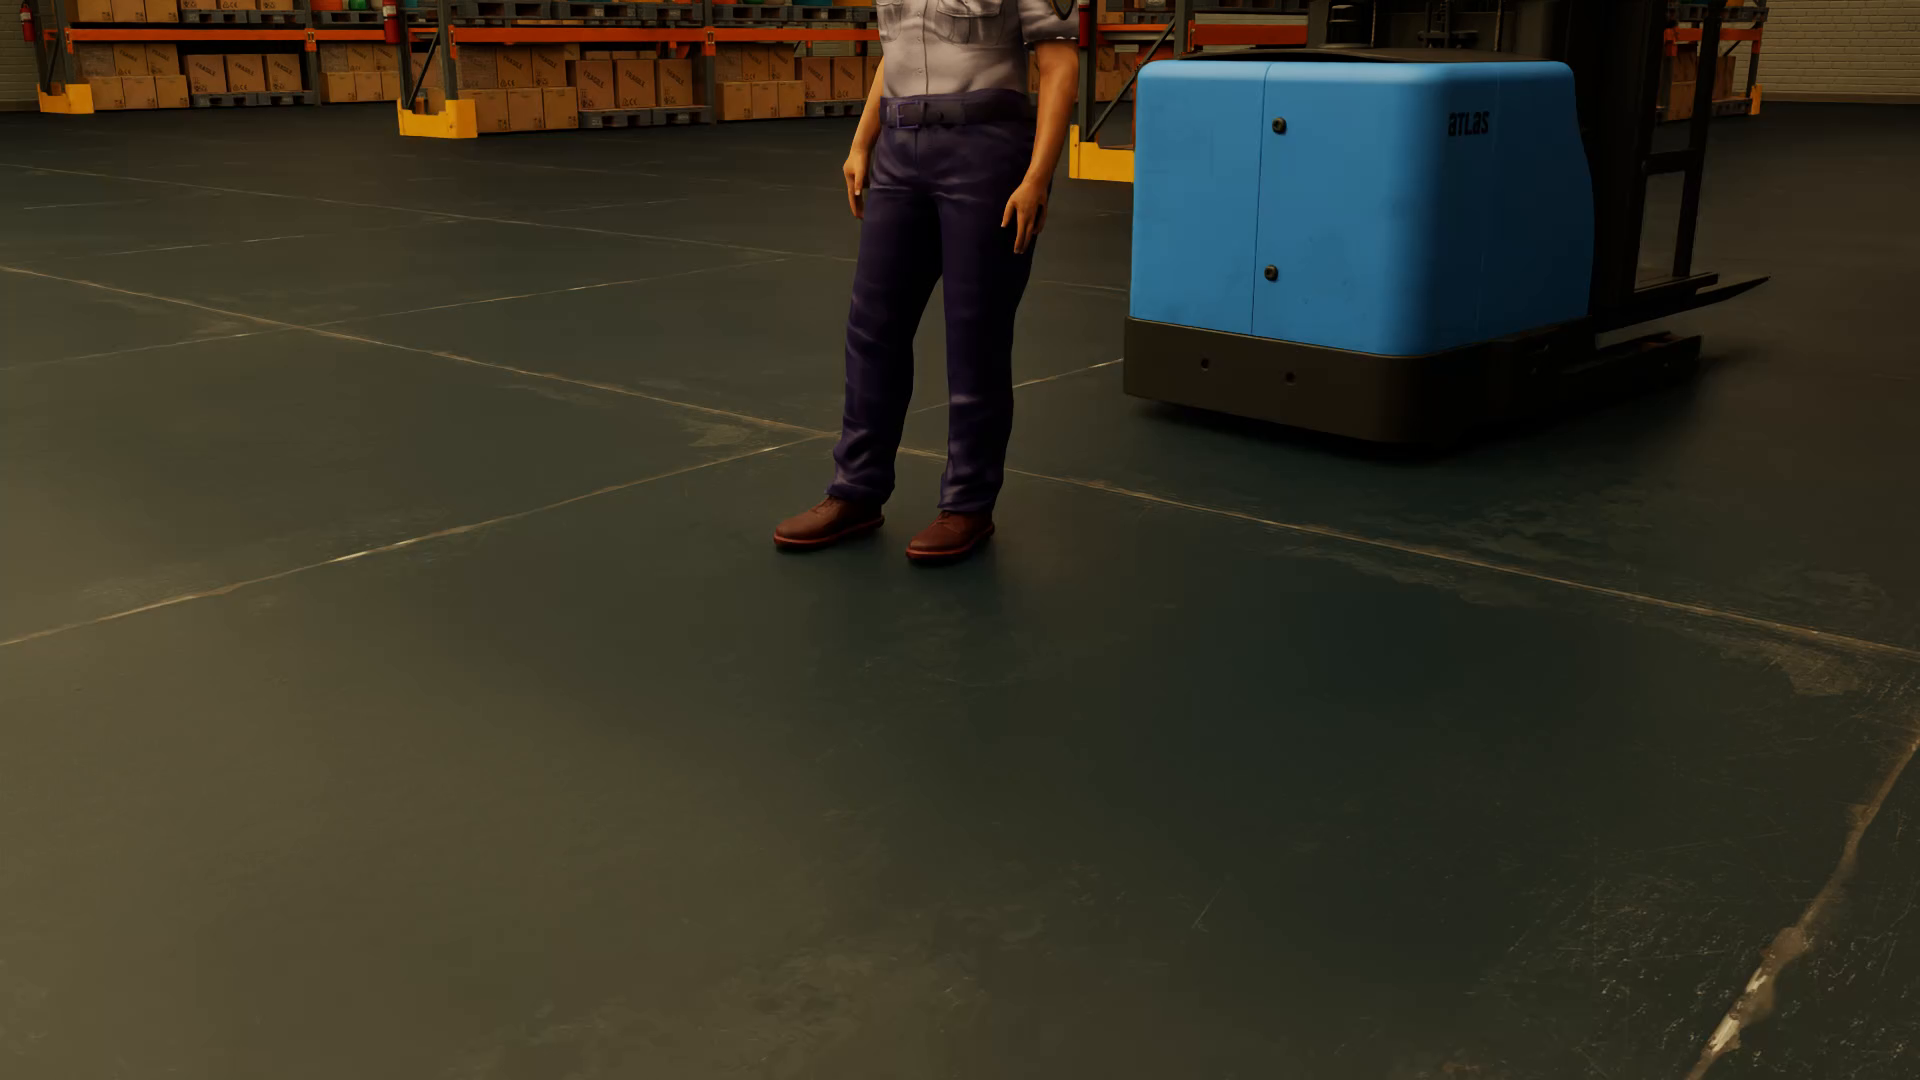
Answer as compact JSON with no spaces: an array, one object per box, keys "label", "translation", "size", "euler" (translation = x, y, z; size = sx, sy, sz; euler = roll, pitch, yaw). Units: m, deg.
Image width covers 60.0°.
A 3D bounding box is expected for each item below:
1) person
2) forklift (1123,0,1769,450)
[{"label":"person","translation":[-0.075,-0.779,3.648],"size":[0.598,1.651,0.502],"euler":[13,21,37]},{"label":"forklift","translation":[1.915,-2.001,5.489],"size":[3.031,2.935,1.130],"euler":[-16,23,-42]}]
